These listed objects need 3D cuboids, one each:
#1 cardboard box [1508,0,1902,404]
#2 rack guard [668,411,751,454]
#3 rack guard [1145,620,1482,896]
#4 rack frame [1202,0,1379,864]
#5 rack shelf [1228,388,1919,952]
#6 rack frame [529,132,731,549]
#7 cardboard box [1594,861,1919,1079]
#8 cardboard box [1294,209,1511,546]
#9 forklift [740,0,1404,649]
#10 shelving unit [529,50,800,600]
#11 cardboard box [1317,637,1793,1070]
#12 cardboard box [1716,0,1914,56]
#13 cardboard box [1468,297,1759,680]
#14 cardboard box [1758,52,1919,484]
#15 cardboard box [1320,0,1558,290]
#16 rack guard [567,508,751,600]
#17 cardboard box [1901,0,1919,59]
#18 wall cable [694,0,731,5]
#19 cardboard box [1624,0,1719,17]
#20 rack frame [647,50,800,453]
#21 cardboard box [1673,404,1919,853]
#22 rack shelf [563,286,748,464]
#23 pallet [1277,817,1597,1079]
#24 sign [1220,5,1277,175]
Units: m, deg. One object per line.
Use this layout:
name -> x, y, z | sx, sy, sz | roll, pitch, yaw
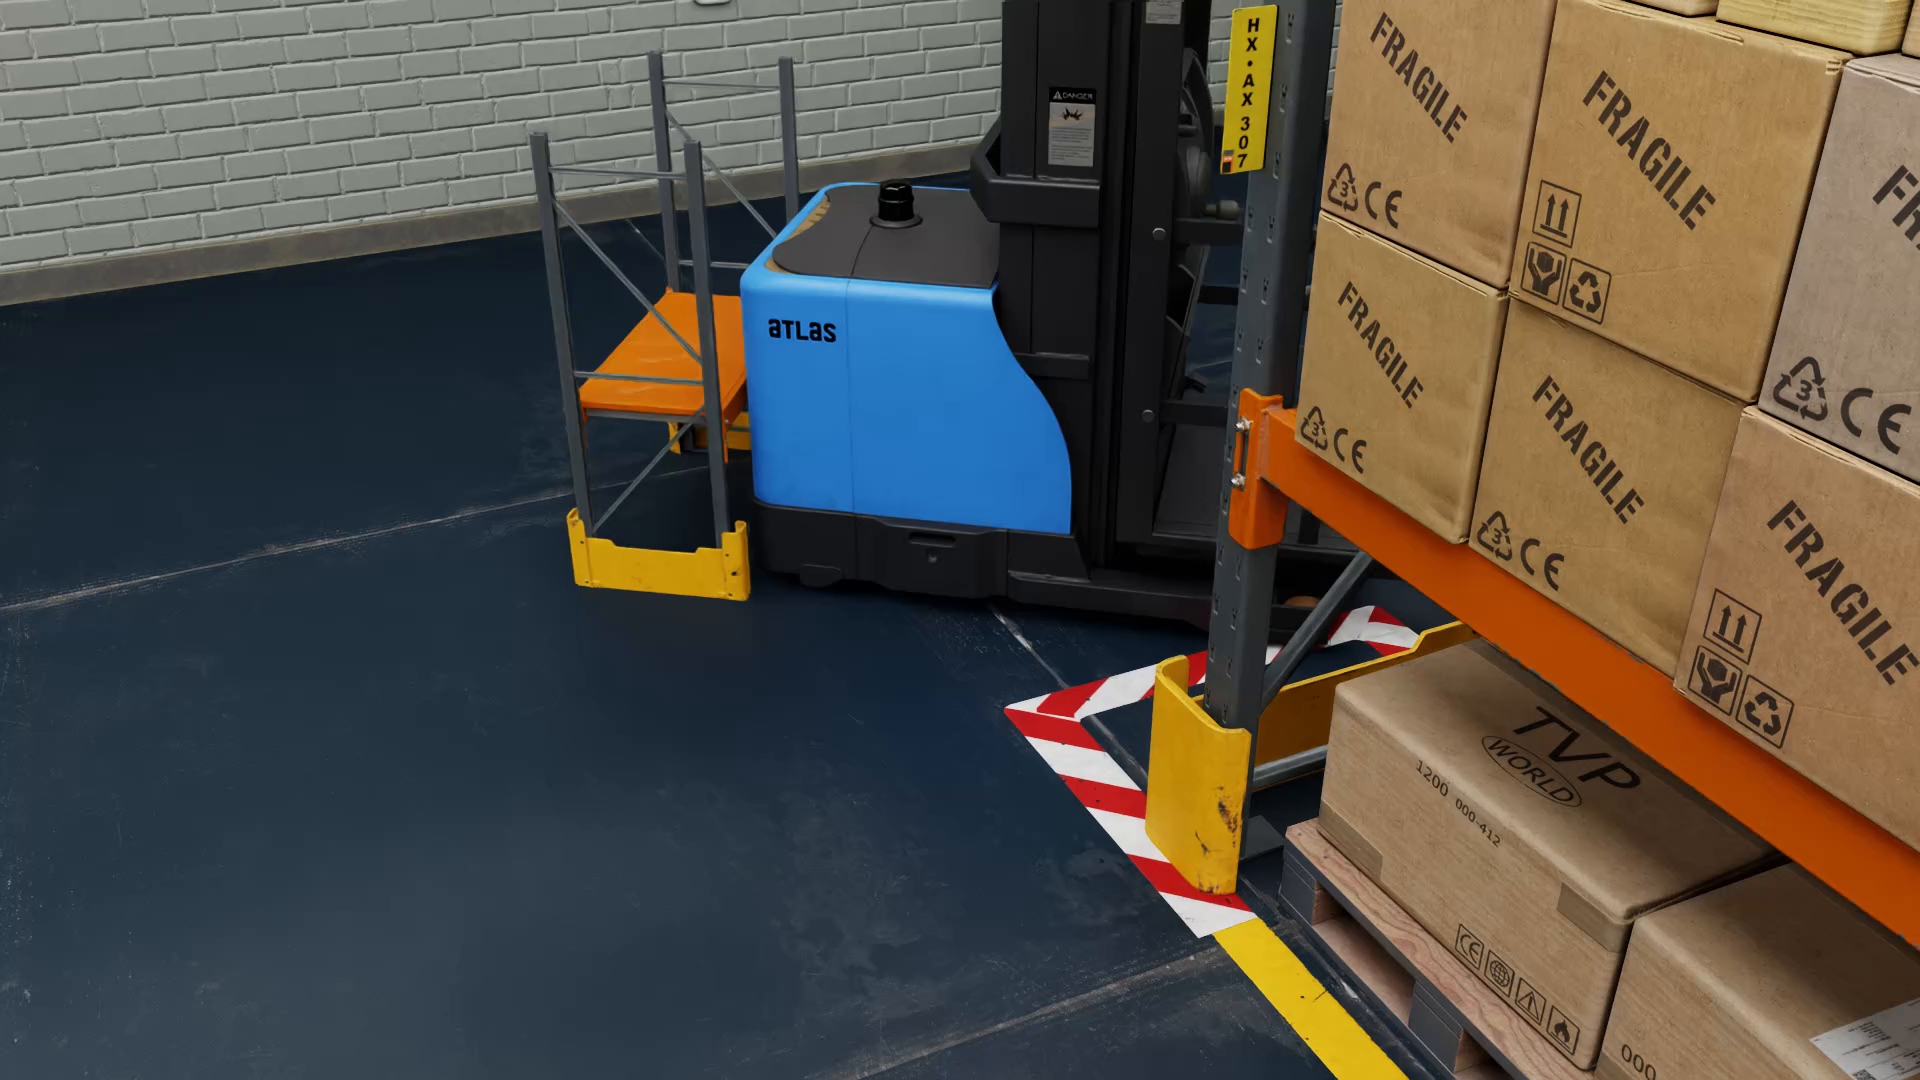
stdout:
cardboard box -> 1.254, -0.576, 2.586 | 0.500, 0.500, 0.500 | -14, 32, -23
rack guard -> -0.810, -0.435, 6.271 | 0.587, 0.250, 0.087 | 5, 30, 8
rack guard -> 1.067, 0.484, 4.375 | 1.175, 0.500, 0.348 | -13, 32, -22
rack frame -> 1.077, -0.595, 3.745 | 1.000, 3.000, 0.127 | -13, 32, -22
rack shelf -> 1.936, 0.602, 2.345 | 1.077, 0.370, 4.000 | -13, 32, -22
rack frame -> -0.981, -0.491, 5.092 | 0.500, 1.500, 0.032 | 5, 30, 8
cardboard box -> 1.852, 1.012, 3.068 | 0.875, 0.438, 0.875 | -12, 32, -21
cardboard box -> 1.024, -0.366, 3.234 | 0.500, 0.500, 0.500 | -13, 32, -22
forklift -> 0.889, -1.221, 4.931 | 3.031, 2.935, 1.130 | 6, 30, 10
shelving unit -> -0.894, -0.740, 5.537 | 0.587, 1.500, 1.083 | 5, 30, 8
cardboard box -> 1.451, 0.610, 3.786 | 0.875, 0.438, 0.875 | -14, 32, -24
cardboard box -> 1.294, -0.791, 2.306 | 0.380, 0.149, 0.250 | -14, 32, -24
cardboard box -> 1.267, -0.149, 2.846 | 0.500, 0.500, 0.500 | -14, 32, -23
cardboard box -> 1.482, -0.351, 2.184 | 0.500, 0.500, 0.500 | -13, 32, -22
cardboard box -> 1.026, -0.803, 2.991 | 0.500, 0.500, 0.500 | -14, 32, -23
rack guard -> -0.978, 0.045, 5.415 | 0.587, 0.250, 0.087 | 5, 30, 8
cardboard box -> 1.454, -0.686, 2.118 | 0.380, 0.149, 0.250 | -13, 32, -22
wall cable -> -1.364, -3.538, 7.922 | 0.585, 1.953, 0.123 | -13, 32, -22
cardboard box -> 1.165, -0.903, 2.506 | 0.380, 0.149, 0.250 | -12, 31, -20
rack frame -> -0.810, -0.981, 5.966 | 0.500, 1.500, 0.032 | 5, 30, 8
cardboard box -> 1.469, 0.080, 2.439 | 0.500, 0.500, 0.500 | -13, 32, -22
rack shelf -> -0.896, -0.579, 5.617 | 0.538, 0.185, 1.000 | 5, 30, 8
pallet -> 1.491, 0.958, 3.826 | 1.003, 0.211, 1.213 | -13, 32, -22
sign -> 0.574, -0.893, 3.310 | 0.100, 0.325, 0.005 | -13, 32, -22
